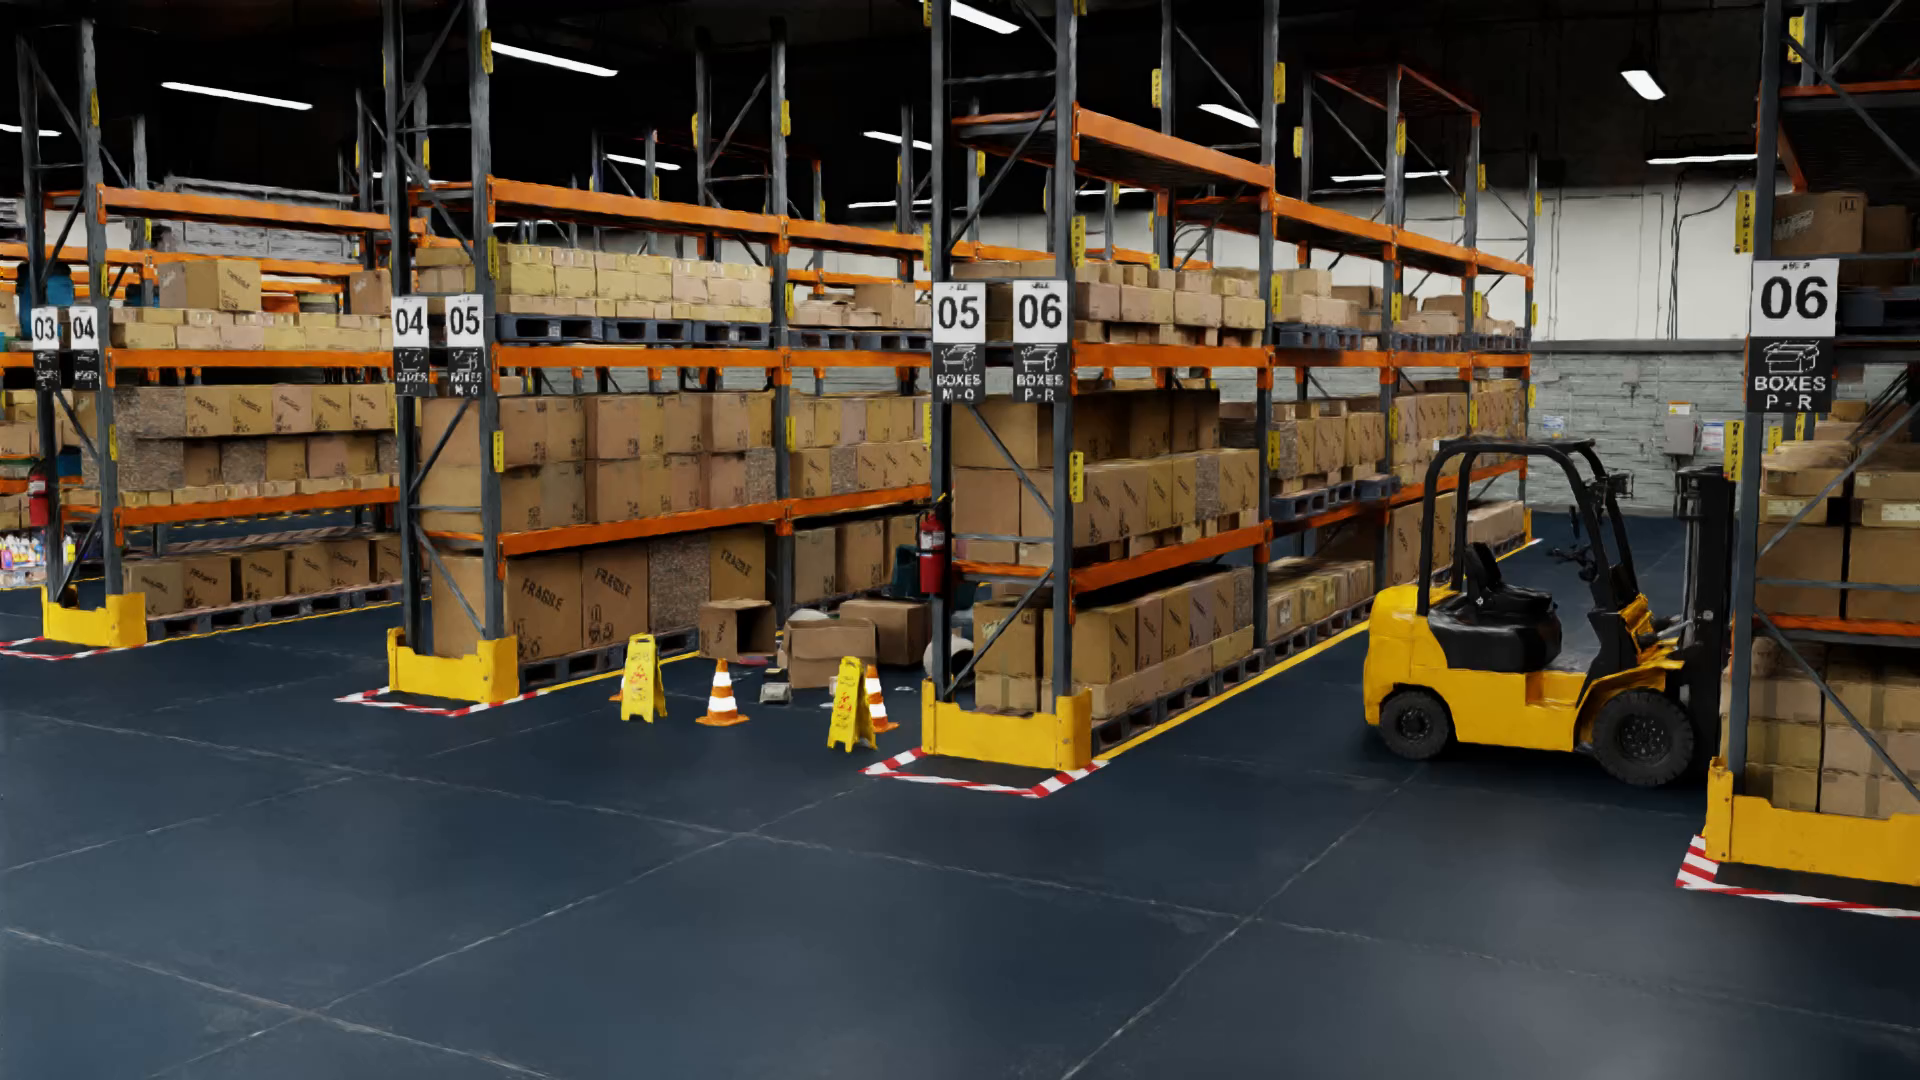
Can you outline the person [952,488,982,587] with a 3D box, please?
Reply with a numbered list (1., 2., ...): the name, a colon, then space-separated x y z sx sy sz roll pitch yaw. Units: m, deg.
1. person: 0.036 0.046 17.787 0.550 1.431 0.515 -4 7 -35
